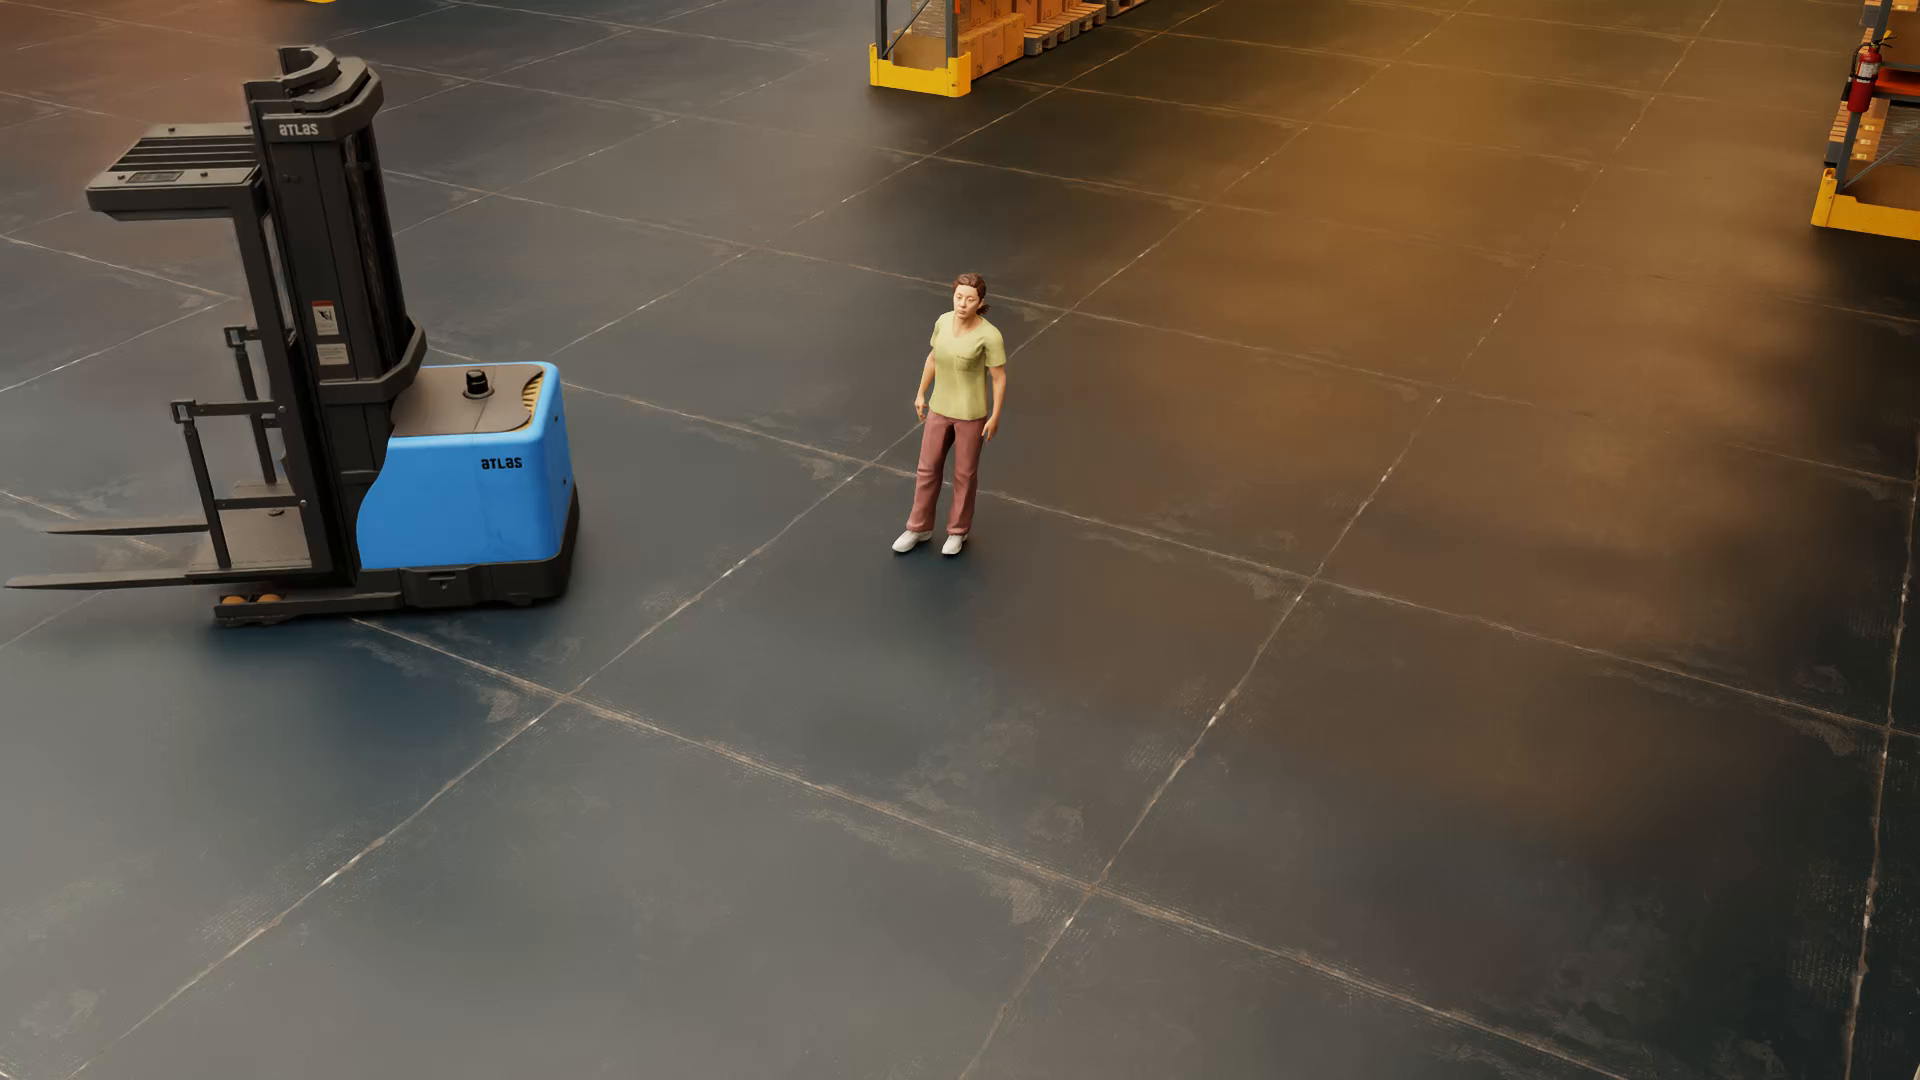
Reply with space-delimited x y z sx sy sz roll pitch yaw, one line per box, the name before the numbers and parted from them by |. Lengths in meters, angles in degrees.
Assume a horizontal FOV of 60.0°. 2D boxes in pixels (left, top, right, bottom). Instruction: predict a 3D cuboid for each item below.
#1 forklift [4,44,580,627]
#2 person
forklift | -3.775 -1.070 8.924 3.031 2.935 1.130 -3 30 -5
person | -0.045 -0.702 9.529 0.555 1.675 0.549 15 33 25
